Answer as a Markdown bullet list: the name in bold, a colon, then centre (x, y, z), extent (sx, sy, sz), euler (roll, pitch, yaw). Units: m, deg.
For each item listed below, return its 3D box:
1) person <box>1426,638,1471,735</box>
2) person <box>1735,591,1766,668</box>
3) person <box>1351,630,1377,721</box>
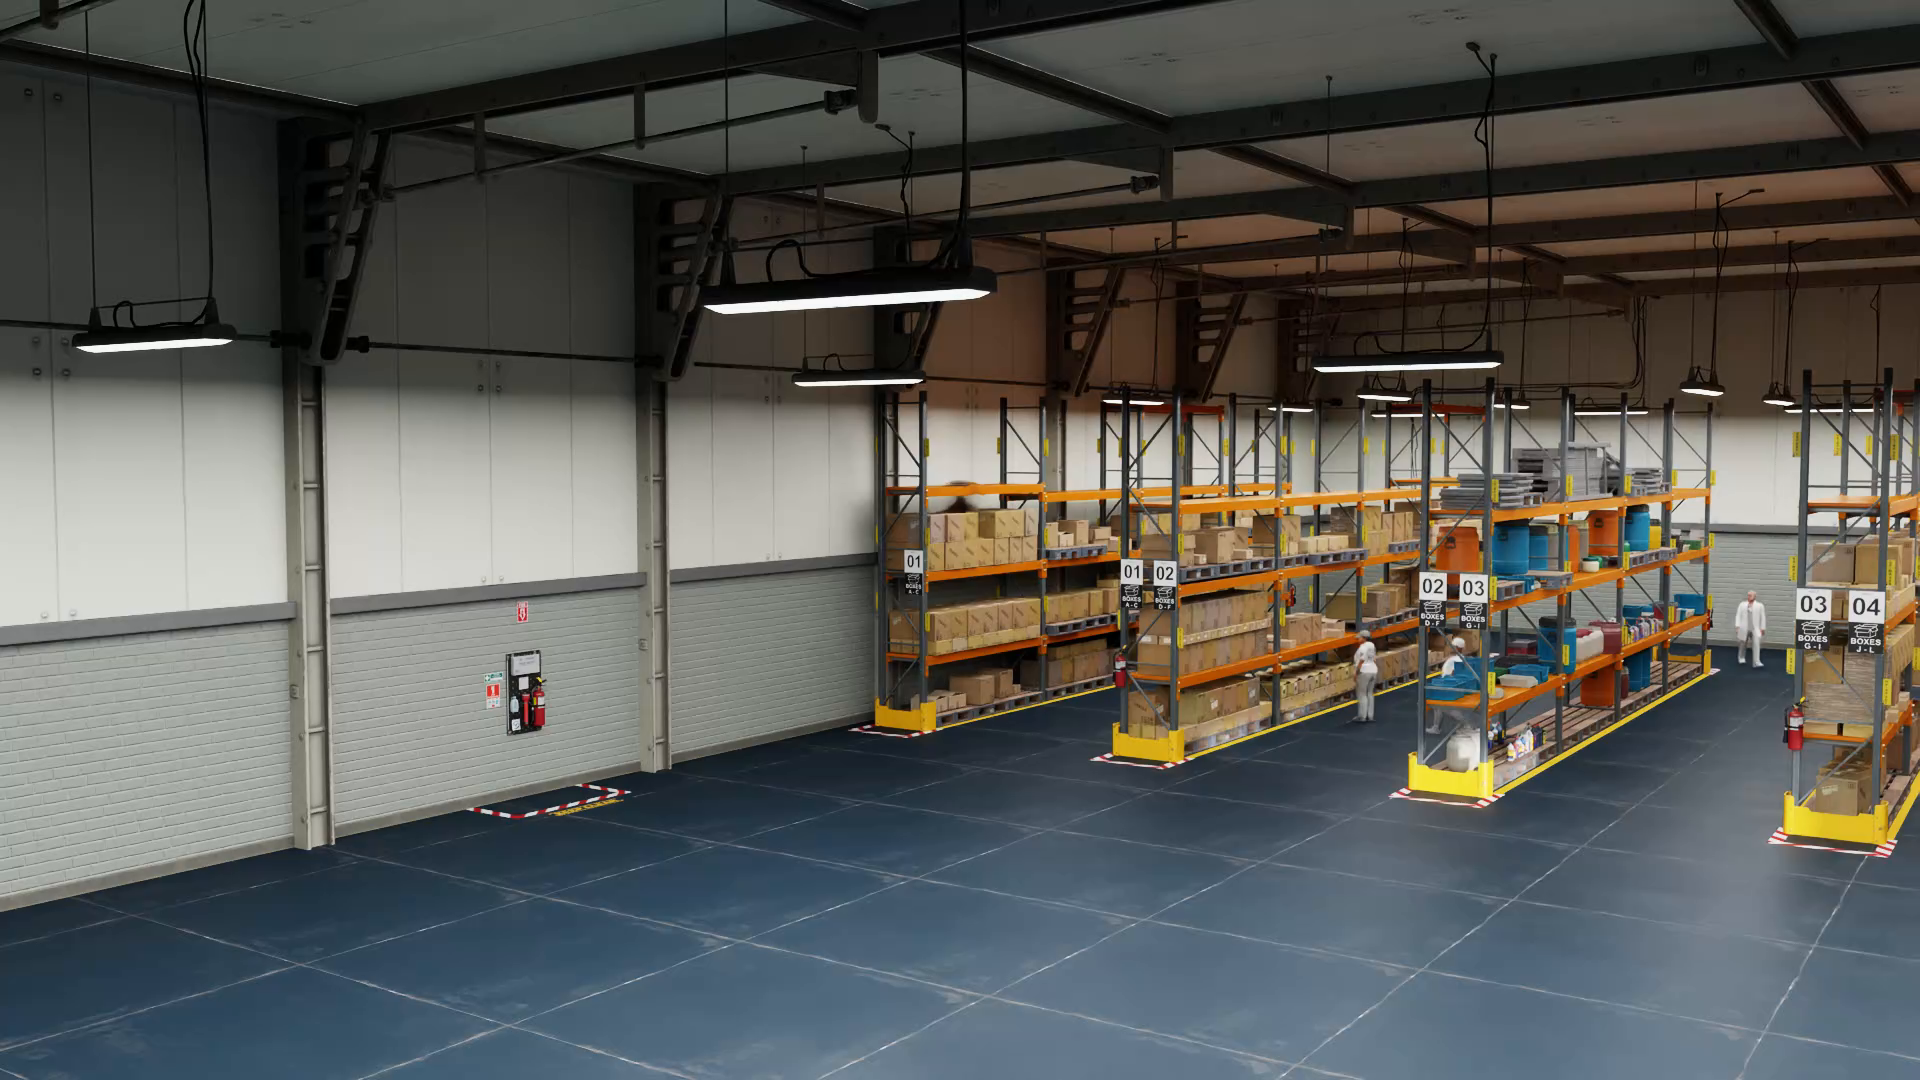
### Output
- **person**: centre (8.439, 2.547, 28.780), extent (0.826, 1.716, 0.651), euler (1, 3, 13)
- **person**: centre (18.000, 2.021, 37.849), extent (0.662, 1.726, 1.133), euler (1, 3, 12)
- **person**: centre (7.392, 2.480, 30.365), extent (0.405, 1.675, 0.498), euler (3, 4, 41)
